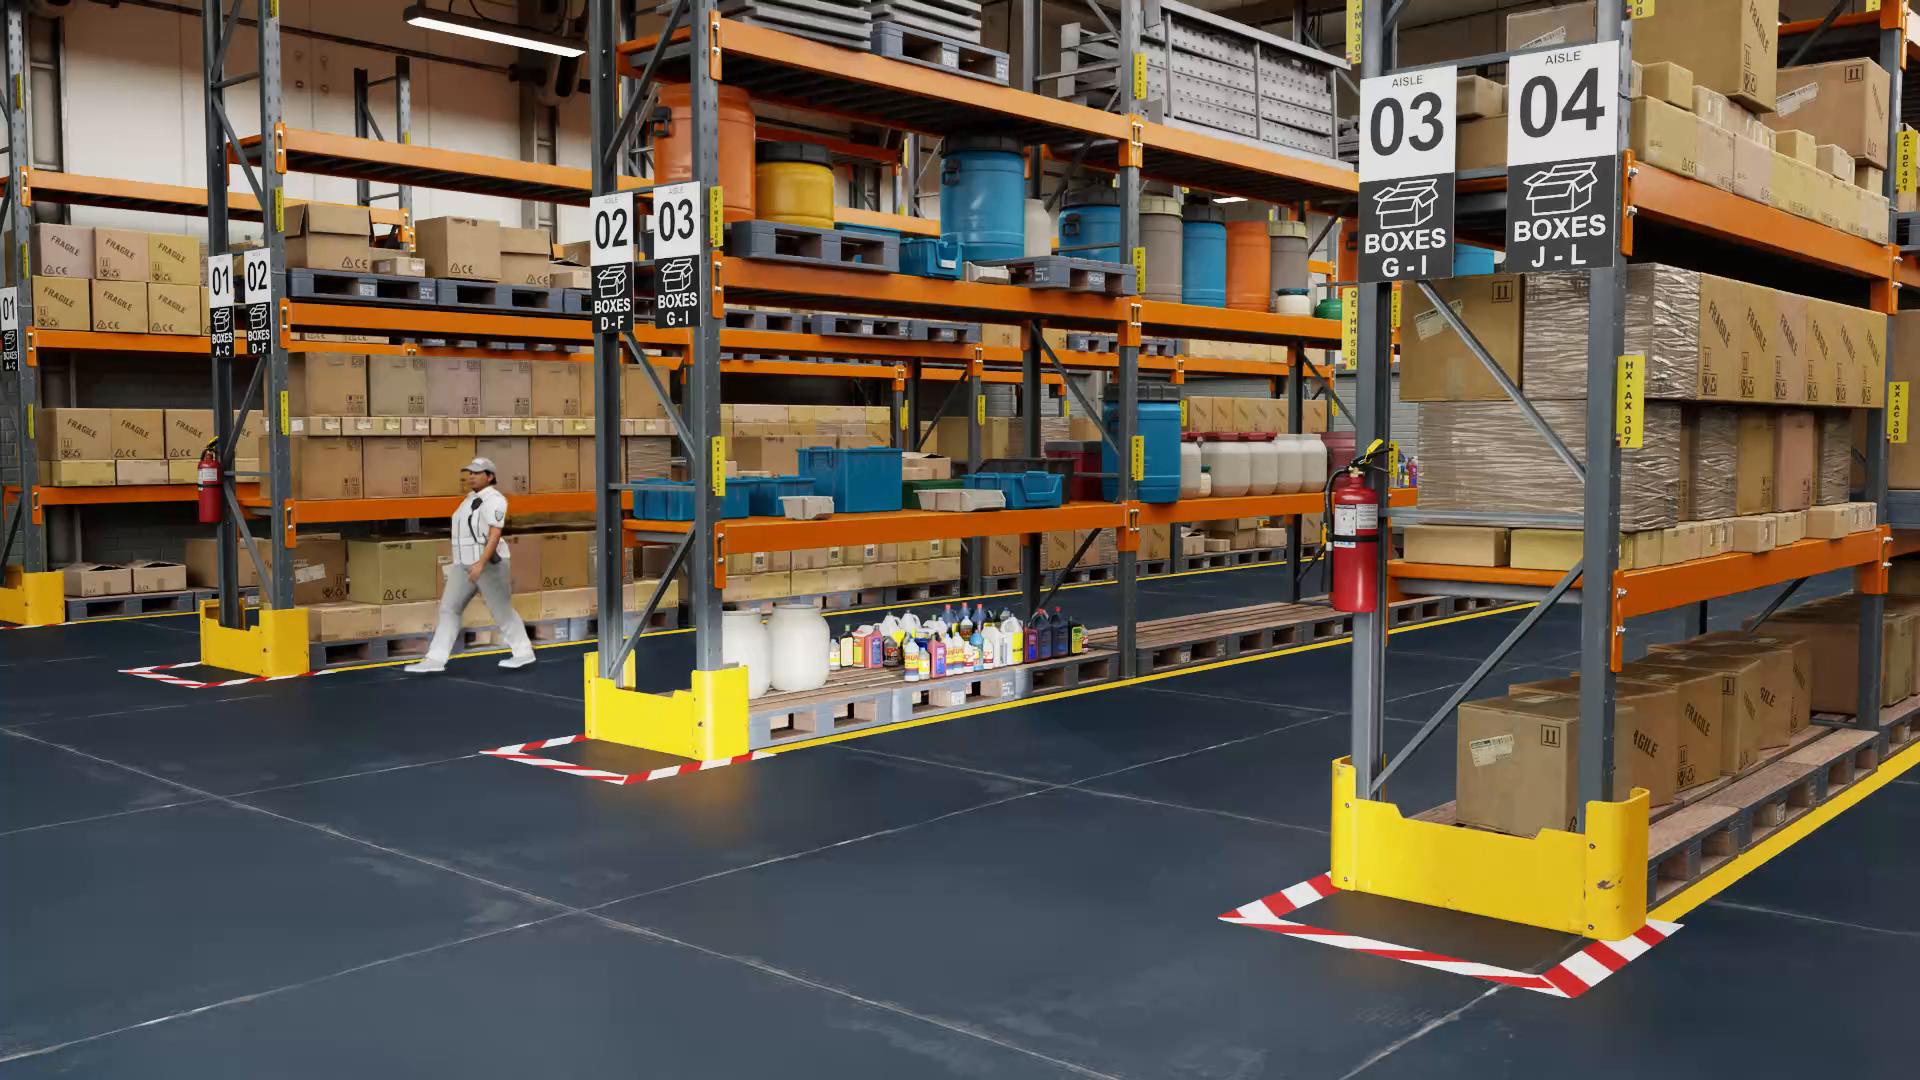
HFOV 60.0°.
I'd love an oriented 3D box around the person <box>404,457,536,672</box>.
[{"bbox_3d":[-3.669,0.182,12.505,0.510,1.604,0.958,3,5,40],"label":"person"}]
